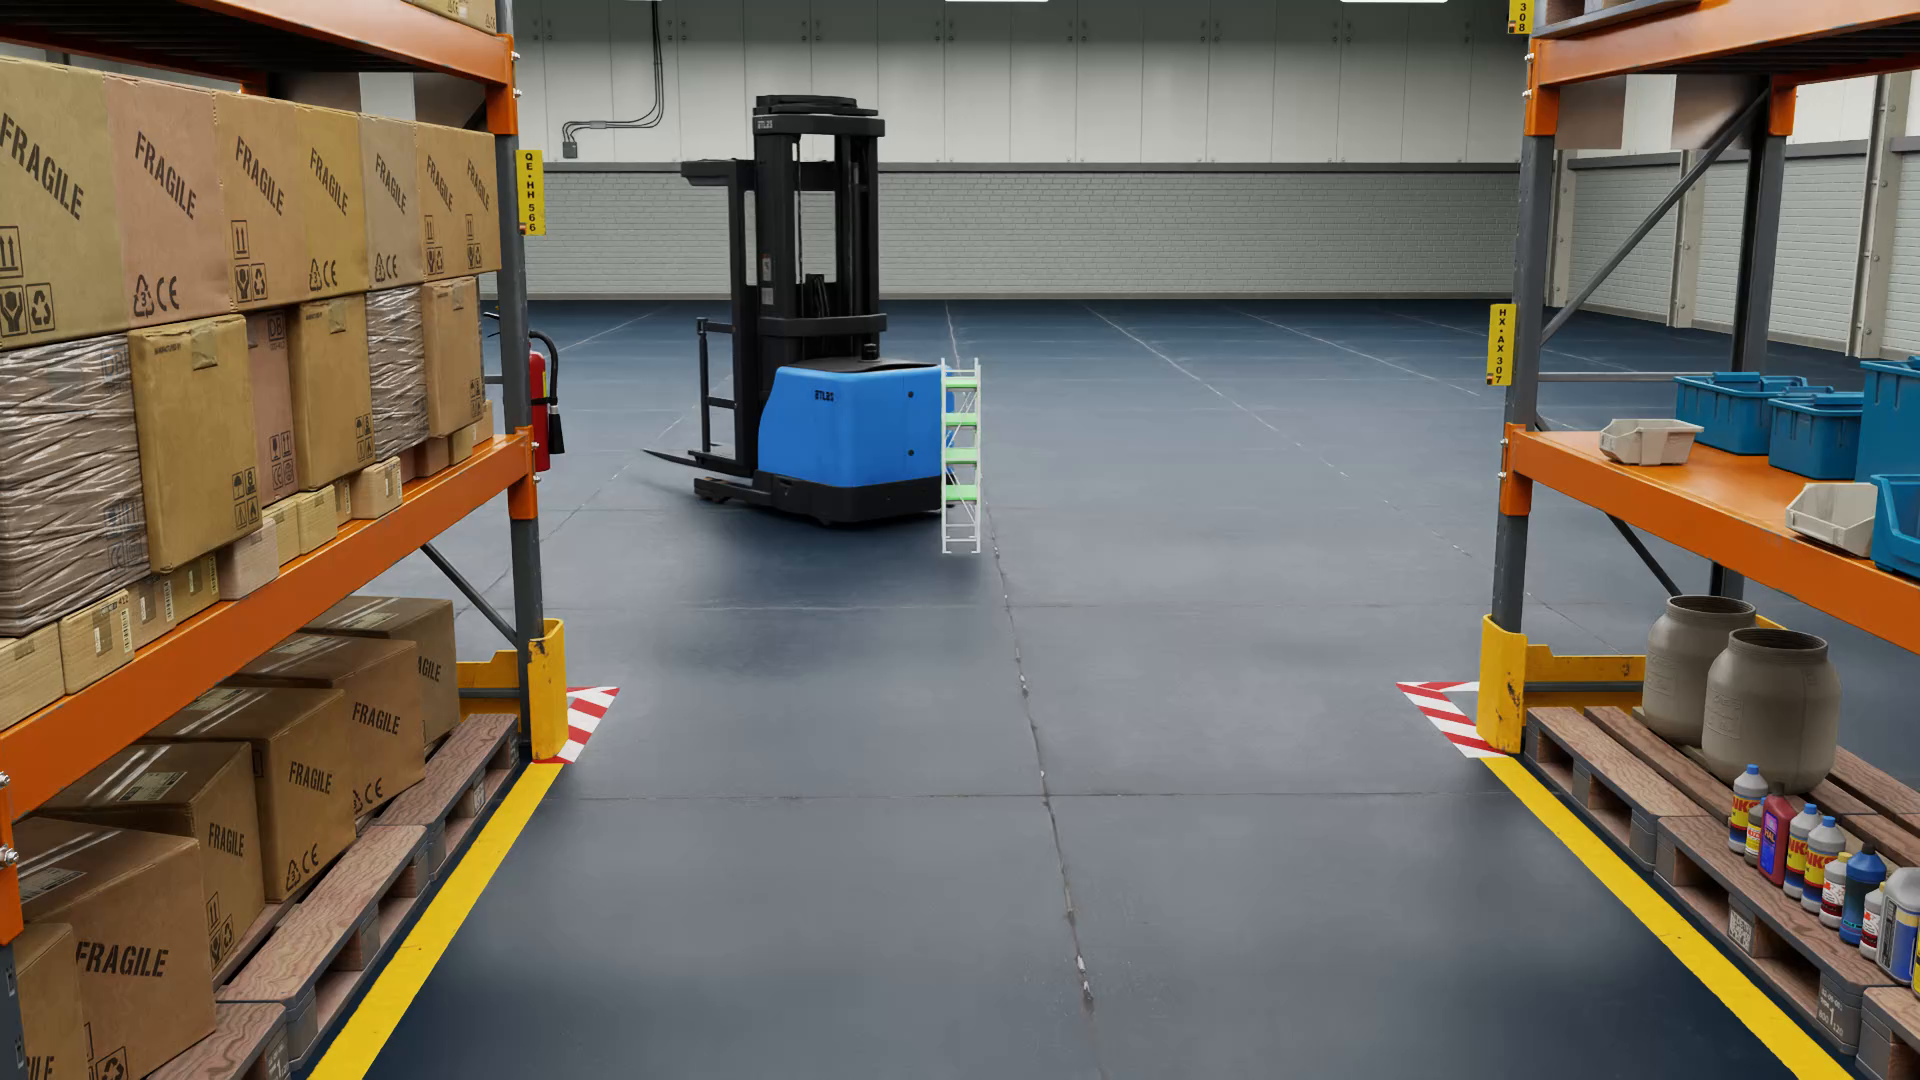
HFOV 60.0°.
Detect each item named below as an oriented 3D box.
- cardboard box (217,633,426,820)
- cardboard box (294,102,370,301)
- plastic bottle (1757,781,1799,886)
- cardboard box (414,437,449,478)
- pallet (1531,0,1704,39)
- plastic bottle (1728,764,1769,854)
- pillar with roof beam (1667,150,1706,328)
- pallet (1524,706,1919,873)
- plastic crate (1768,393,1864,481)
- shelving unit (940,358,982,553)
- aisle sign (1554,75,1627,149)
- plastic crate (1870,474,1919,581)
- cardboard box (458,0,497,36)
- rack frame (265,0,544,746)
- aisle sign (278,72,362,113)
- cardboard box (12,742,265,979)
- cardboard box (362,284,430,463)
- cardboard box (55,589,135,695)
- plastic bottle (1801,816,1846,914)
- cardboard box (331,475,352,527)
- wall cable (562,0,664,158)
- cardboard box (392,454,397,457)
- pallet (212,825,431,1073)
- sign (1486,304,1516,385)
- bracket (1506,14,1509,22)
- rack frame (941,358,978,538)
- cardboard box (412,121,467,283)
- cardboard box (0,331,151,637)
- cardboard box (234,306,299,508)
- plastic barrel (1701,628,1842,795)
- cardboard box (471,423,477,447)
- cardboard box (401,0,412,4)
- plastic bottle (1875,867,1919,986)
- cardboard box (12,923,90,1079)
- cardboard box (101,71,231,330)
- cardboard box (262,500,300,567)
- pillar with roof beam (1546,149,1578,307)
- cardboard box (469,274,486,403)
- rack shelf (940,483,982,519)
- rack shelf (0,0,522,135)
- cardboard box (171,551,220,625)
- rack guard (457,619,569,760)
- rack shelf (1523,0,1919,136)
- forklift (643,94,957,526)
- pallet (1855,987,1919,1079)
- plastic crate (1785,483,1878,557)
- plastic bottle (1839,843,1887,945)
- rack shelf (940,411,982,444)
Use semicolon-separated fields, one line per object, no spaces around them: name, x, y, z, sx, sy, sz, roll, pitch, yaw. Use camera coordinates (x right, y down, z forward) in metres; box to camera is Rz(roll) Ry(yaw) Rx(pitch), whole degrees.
cardboard box;-2.182;0.631;5.635;0.500;0.500;0.500;3;12;14
cardboard box;-1.940;-0.909;4.483;0.500;0.500;0.500;0;11;-1
plastic bottle;2.440;0.871;4.947;0.061;0.283;0.133;0;11;0
cardboard box;-1.961;-0.303;5.641;0.380;0.149;0.250;0;11;-1
pallet;2.647;-1.864;5.634;1.003;0.211;1.213;0;11;-1
plastic bottle;2.453;0.832;5.171;0.097;0.271;0.097;0;11;0
pillar with roof beam;8.712;-8.250;29.090;9.100;9.000;0.400;0;11;-1
pallet;2.787;0.892;6.133;1.003;0.211;1.213;0;11;-1
plastic crate;3.045;-0.351;5.620;0.499;0.251;0.408;0;11;-1
shelving unit;0.003;-0.555;10.778;0.258;1.200;0.503;0;11;-1
aisle sign;2.433;-1.939;6.532;0.394;0.787;0.004;0;11;-1
plastic crate;2.516;-0.002;3.900;0.499;0.251;0.616;0;11;-1
cardboard box;-1.961;-1.933;5.875;0.500;0.250;0.500;0;11;0
rack frame;-2.224;-0.631;6.626;1.000;3.000;0.127;0;11;-1
aisle sign;-2.526;-1.916;6.422;0.394;0.787;0.004;0;11;-1
cardboard box;-2.221;0.867;4.474;0.500;0.500;0.500;-1;12;-6
cardboard box;-2.143;-0.518;5.068;0.875;0.500;0.500;0;11;-1
cardboard box;-1.838;0.193;3.193;0.380;0.149;0.250;0;11;-1
plastic bottle;2.462;0.920;4.737;0.097;0.271;0.097;0;11;0
cardboard box;-1.940;-0.104;4.661;0.380;0.149;0.250;0;11;-1
wall cable;-7.849;-11.624;37.170;2.305;6.003;0.169;0;11;-1
cardboard box;-1.970;-0.204;5.151;0.380;0.149;0.250;0;11;-1
pallet;-2.219;1.154;4.839;1.003;0.211;1.213;0;11;-1
sign;2.177;-0.786;6.691;0.100;0.325;0.005;0;11;-1
bracket;12.479;-11.776;37.420;0.235;0.232;0.430;0;11;-1
rack frame;-0.002;-0.604;11.017;0.240;1.200;0.015;0;11;-1
cardboard box;-1.950;-1.108;5.463;0.500;0.500;0.500;0;11;-1
cardboard box;-2.089;-0.120;3.109;0.875;0.500;0.500;0;11;-1
cardboard box;-2.175;-0.319;4.087;0.875;0.500;0.500;0;11;-1
plastic barrel;2.828;0.592;5.797;0.421;0.512;0.421;0;11;0
cardboard box;-2.008;-0.402;6.130;0.380;0.149;0.250;0;11;-1
cardboard box;-1.945;-1.732;4.884;0.500;0.250;0.500;0;11;0
plastic bottle;2.499;1.001;4.323;0.152;0.276;0.135;0;11;0
cardboard box;-2.110;1.104;3.306;0.500;0.500;0.500;-1;11;-3
cardboard box;-1.909;-0.711;3.503;0.500;0.500;0.500;0;11;-1
cardboard box;-1.896;-0.005;4.172;0.380;0.149;0.250;0;11;-1
pillar with roof beam;8.588;-9.442;34.969;9.100;9.000;0.548;0;11;-1
cardboard box;-2.241;-0.716;6.047;0.875;0.500;0.500;0;11;-1
rack shelf;0.003;-0.257;10.838;0.258;0.148;0.480;0;11;-1
rack shelf;-2.183;-1.351;4.439;1.077;0.370;4.000;0;11;-1
cardboard box;-1.885;0.094;3.682;0.380;0.149;0.250;0;11;-1
rack guard;-2.223;0.609;6.800;1.175;0.500;0.348;0;11;-1
rack shelf;2.769;-1.371;4.539;1.077;0.370;4.000;0;11;-1
forklift;-1.360;-1.771;12.418;1.130;2.935;3.031;-10;15;-39
pallet;2.838;1.377;3.743;1.003;0.211;1.213;0;11;-1
plastic crate;2.523;-0.049;4.419;0.530;0.136;0.437;0;11;-1
plastic bottle;2.467;0.960;4.538;0.097;0.271;0.097;0;11;0
rack shelf;0.003;-0.728;10.743;0.258;0.148;0.480;0;11;-1
